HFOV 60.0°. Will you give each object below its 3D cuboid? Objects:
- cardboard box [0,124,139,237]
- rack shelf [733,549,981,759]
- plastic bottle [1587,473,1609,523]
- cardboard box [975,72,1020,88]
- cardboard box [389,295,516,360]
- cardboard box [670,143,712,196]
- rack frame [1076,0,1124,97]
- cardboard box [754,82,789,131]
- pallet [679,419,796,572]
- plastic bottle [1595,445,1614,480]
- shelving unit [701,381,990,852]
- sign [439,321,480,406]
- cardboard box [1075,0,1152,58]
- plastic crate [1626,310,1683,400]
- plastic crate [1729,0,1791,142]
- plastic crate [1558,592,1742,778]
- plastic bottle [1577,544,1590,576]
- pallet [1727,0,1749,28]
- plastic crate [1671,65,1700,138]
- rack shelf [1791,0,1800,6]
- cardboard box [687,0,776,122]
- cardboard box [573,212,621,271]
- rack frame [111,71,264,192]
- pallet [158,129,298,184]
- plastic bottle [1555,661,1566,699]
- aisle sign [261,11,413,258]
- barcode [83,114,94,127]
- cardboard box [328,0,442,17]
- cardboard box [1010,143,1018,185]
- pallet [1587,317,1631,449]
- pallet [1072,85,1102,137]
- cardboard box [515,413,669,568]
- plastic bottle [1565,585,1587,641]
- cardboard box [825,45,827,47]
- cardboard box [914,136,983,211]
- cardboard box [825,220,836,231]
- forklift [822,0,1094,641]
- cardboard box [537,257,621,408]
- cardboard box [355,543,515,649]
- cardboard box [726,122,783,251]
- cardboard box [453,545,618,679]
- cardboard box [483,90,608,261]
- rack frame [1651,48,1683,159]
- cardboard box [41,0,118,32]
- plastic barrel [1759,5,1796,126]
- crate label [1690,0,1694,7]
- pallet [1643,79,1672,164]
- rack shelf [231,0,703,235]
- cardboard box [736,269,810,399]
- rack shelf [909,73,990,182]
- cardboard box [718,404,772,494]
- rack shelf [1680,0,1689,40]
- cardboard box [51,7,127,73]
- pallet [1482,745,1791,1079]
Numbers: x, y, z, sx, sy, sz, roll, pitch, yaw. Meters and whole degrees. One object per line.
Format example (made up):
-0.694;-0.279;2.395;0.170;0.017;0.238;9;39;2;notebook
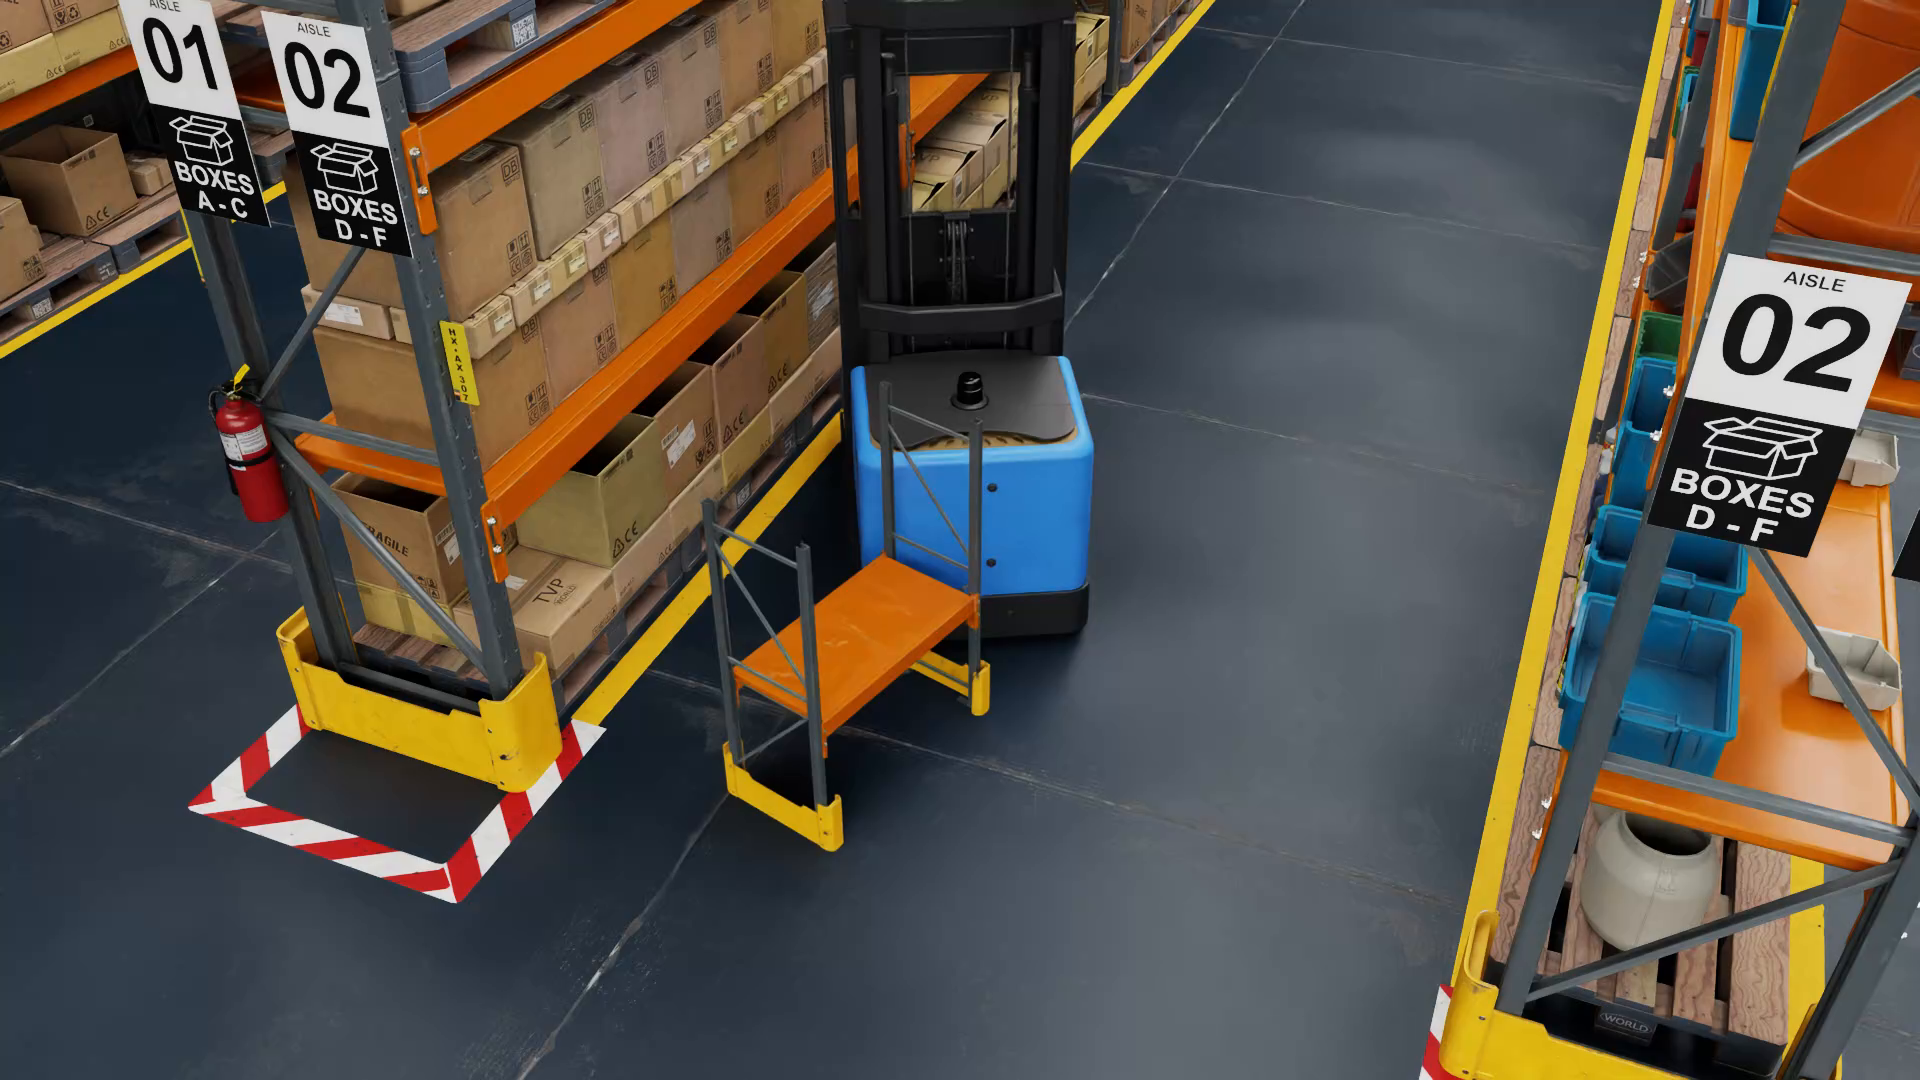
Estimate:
-5.702;-2.308;10.654;0.500;0.500;0.500;11;38;14;cardboard box
-0.426;0.442;6.807;0.538;0.185;1.000;24;43;29;rack shelf
3.127;-0.223;7.989;0.144;0.351;0.185;15;39;19;plastic bottle
0.402;-3.182;11.581;0.500;0.311;0.500;14;39;17;cardboard box
-1.935;-0.844;6.350;0.380;0.149;0.250;14;39;17;cardboard box
-1.350;-1.695;7.488;0.380;0.149;0.250;14;39;18;cardboard box
0.760;-4.805;12.275;1.000;3.000;0.127;14;39;18;rack frame
-1.056;-2.128;8.068;0.380;0.149;0.250;14;39;18;cardboard box
-1.566;-0.365;8.663;1.003;0.211;1.213;14;39;18;pallet
3.252;-0.382;8.328;0.097;0.201;0.097;0;37;0;plastic bottle
-0.421;0.294;6.706;0.587;1.500;1.083;24;43;29;shelving unit
-1.773;-0.624;5.892;0.100;0.325;0.005;14;39;18;sign
1.198;-4.167;13.141;0.500;0.500;0.500;15;39;20;cardboard box
3.040;-0.688;6.943;0.450;0.188;0.662;14;39;18;plastic crate
2.743;-1.565;5.447;0.392;0.384;0.575;14;39;18;plastic crate
2.209;0.469;5.343;0.499;0.251;0.616;14;39;18;plastic crate
2.926;0.093;7.692;0.097;0.201;0.097;0;37;0;plastic bottle
3.633;-2.164;6.394;1.213;0.211;1.003;14;39;18;pallet
4.219;-2.404;9.239;0.450;0.188;0.662;14;39;18;plastic crate
3.057;-2.307;4.857;1.077;0.370;4.000;14;39;18;rack shelf
-1.307;-2.346;7.817;0.700;0.500;0.500;14;39;18;cardboard box
-1.643;-1.268;6.917;0.380;0.149;0.250;13;39;17;cardboard box
-5.344;-3.717;10.819;1.000;3.000;0.127;14;39;18;rack frame
-5.049;-3.031;12.231;1.003;0.211;1.213;14;39;18;pallet
2.589;0.583;7.036;0.097;0.201;0.097;0;37;0;plastic bottle
-2.025;-1.311;5.428;0.394;0.787;0.004;14;39;18;aisle sign
-5.772;-2.776;11.013;0.001;0.075;0.075;14;39;18;barcode
-2.061;-2.160;5.677;0.797;0.503;0.637;17;40;21;cardboard box
0.205;-2.676;11.372;0.500;0.250;0.500;15;39;19;cardboard box
4.080;-0.787;9.228;1.003;0.211;1.213;14;39;18;pallet
0.411;-3.241;12.512;1.003;0.211;1.213;14;39;18;pallet
-1.686;-0.266;7.522;0.500;0.500;0.500;14;39;18;cardboard box
2.763;0.343;7.295;0.152;0.276;0.135;13;39;16;plastic bottle
-0.763;-2.554;8.638;0.380;0.149;0.250;13;39;17;cardboard box
-0.179;-2.330;10.441;0.500;0.311;0.500;13;39;17;cardboard box
-0.873;-2.171;10.229;0.500;0.311;0.500;14;39;18;cardboard box
-0.063;-1.567;8.000;1.130;2.935;3.031;-3;37;-4;forklift
-1.899;-0.963;7.051;0.700;0.500;0.500;15;39;19;cardboard box
-2.353;0.193;7.533;0.500;0.250;0.500;14;39;18;cardboard box
-1.314;-1.813;8.188;0.700;0.500;0.500;14;39;18;cardboard box
-1.874;0.311;7.376;0.500;0.250;0.500;14;39;18;cardboard box
-1.879;-1.513;6.703;0.700;0.500;0.500;13;39;17;cardboard box
5.340;-3.675;10.762;1.000;3.000;0.127;14;39;18;rack frame
-5.423;-3.355;9.817;0.500;0.500;0.500;14;39;17;cardboard box
2.612;-1.350;4.639;0.600;0.588;0.600;0;37;0;plastic barrel
4.833;-3.460;10.615;0.303;0.233;0.416;14;39;18;crate label
5.601;-3.004;12.194;1.003;0.211;1.213;14;39;18;pallet
-1.523;-2.396;7.148;1.077;0.370;4.000;14;39;18;rack shelf
-1.124;-1.099;8.636;0.500;0.500;0.500;14;39;18;cardboard box
-0.001;-3.410;11.009;1.077;0.370;4.000;14;39;18;rack shelf
-1.302;-0.519;8.486;0.500;0.250;0.500;14;39;18;cardboard box
6.101;-4.494;12.459;1.077;0.370;4.000;14;39;18;rack shelf
-5.441;-3.059;10.048;0.500;0.250;0.500;14;39;18;cardboard box
2.595;1.370;6.342;1.003;0.211;1.213;14;39;18;pallet
